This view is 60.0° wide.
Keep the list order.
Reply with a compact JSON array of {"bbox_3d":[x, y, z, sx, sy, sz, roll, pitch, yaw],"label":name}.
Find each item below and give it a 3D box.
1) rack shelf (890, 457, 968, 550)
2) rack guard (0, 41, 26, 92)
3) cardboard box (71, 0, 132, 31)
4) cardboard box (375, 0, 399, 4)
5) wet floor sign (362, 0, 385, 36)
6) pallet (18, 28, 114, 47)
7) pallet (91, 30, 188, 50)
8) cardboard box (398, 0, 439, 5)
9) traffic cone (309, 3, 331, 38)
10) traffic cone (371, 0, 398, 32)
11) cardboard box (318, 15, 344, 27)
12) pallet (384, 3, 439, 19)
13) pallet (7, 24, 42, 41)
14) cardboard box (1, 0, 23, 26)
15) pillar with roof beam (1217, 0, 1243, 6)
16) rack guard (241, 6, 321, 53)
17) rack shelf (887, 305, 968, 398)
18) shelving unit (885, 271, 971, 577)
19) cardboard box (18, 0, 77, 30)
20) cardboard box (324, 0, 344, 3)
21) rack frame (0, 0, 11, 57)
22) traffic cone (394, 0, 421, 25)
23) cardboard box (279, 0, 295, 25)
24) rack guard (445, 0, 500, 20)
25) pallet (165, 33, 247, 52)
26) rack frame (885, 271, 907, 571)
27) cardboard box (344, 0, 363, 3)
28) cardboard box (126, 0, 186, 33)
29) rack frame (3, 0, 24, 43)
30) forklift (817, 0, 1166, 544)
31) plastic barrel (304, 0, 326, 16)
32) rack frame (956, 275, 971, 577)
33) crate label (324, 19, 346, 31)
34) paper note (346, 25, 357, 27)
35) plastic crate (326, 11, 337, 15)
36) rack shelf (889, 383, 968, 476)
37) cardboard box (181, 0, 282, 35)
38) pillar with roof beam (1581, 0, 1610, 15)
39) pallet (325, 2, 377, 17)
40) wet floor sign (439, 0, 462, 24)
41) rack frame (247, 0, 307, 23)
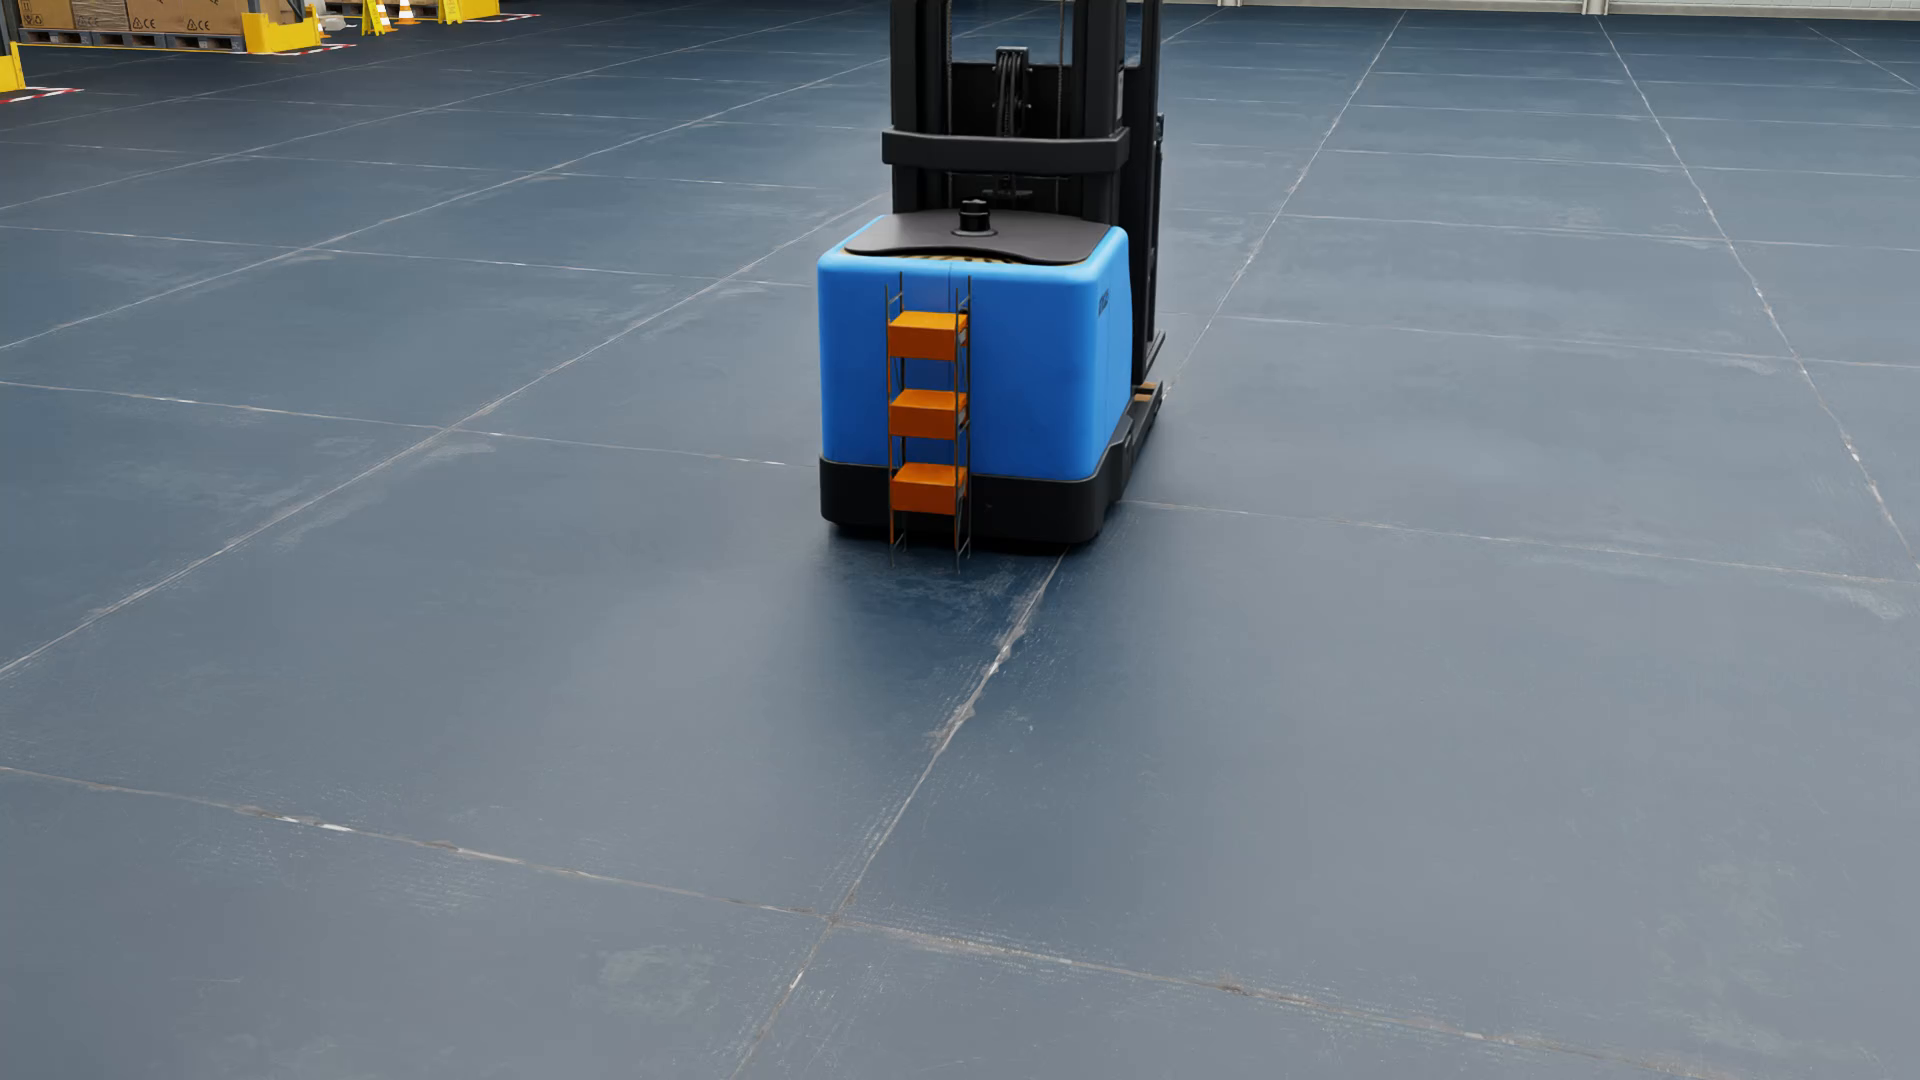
[{"bbox_3d":[-0.107,-0.135,5.974,0.240,0.259,0.215,5,23,12],"label":"rack shelf"},{"bbox_3d":[-10.734,-5.082,18.000,0.348,0.500,1.175,7,23,16],"label":"rack guard"},{"bbox_3d":[-11.515,-7.479,22.796,0.875,0.875,0.875,7,23,16],"label":"cardboard box"},{"bbox_3d":[-9.144,-8.803,26.848,0.500,0.250,0.500,7,23,16],"label":"cardboard box"},{"bbox_3d":[-8.532,-7.648,24.064,0.232,0.644,0.267,3,22,6],"label":"wet floor sign"},{"bbox_3d":[-12.256,-7.057,23.197,1.213,0.211,1.003,7,23,15],"label":"pallet"},{"bbox_3d":[-11.084,-6.924,22.873,1.213,0.211,1.003,7,23,15],"label":"pallet"},{"bbox_3d":[-8.673,-8.746,26.709,0.500,0.250,0.500,6,23,15],"label":"cardboard box"},{"bbox_3d":[-9.230,-7.421,23.753,0.334,0.463,0.336,7,23,16],"label":"traffic cone"},{"bbox_3d":[-8.578,-7.795,24.663,0.334,0.463,0.336,7,23,16],"label":"traffic cone"},{"bbox_3d":[-9.636,-7.921,25.385,0.380,0.149,0.250,-20,29,-39],"label":"cardboard box"},{"bbox_3d":[-8.639,-8.651,27.081,1.213,0.211,1.003,7,23,16],"label":"pallet"},{"bbox_3d":[-13.722,-7.226,23.609,1.213,0.211,1.003,7,23,16],"label":"pallet"},{"bbox_3d":[-13.581,-7.648,23.374,0.750,0.750,1.050,6,23,15],"label":"cardboard box"},{"bbox_3d":[3.470,-11.934,23.506,0.400,9.000,9.100,7,23,16],"label":"pillar with roof beam"},{"bbox_3d":[-9.109,-6.862,22.339,0.348,0.500,1.175,7,23,16],"label":"rack guard"},{"bbox_3d":[-0.107,-0.654,5.761,0.240,0.259,0.215,5,23,12],"label":"rack shelf"},{"bbox_3d":[-0.107,-0.401,5.865,0.252,1.050,0.215,5,23,12],"label":"shelving unit"},{"bbox_3d":[-12.379,-7.576,23.034,0.875,0.875,0.875,7,23,16],"label":"cardboard box"},{"bbox_3d":[-10.118,-8.917,27.125,0.500,0.250,0.500,6,23,15],"label":"cardboard box"},{"bbox_3d":[-10.661,-6.230,17.505,0.127,3.000,1.000,7,23,16],"label":"rack frame"},{"bbox_3d":[-8.583,-8.235,25.737,0.334,0.463,0.336,7,23,16],"label":"traffic cone"},{"bbox_3d":[-10.211,-7.948,24.984,0.637,0.503,0.797,-9,24,-21],"label":"cardboard box"},{"bbox_3d":[-7.871,-8.682,26.778,0.348,0.500,1.175,7,23,16],"label":"rack guard"},{"bbox_3d":[-9.920,-6.790,22.545,1.213,0.211,1.003,7,23,15],"label":"pallet"},{"bbox_3d":[-0.225,-0.412,5.891,0.008,1.050,0.200,5,23,12],"label":"rack frame"},{"bbox_3d":[-9.646,-8.858,26.983,0.500,0.250,0.500,6,23,14],"label":"cardboard box"},{"bbox_3d":[-10.643,-7.378,22.551,0.875,0.875,0.875,6,23,15],"label":"cardboard box"},{"bbox_3d":[-12.961,-8.459,22.940,0.127,3.000,1.000,7,23,16],"label":"rack frame"},{"bbox_3d":[0.314,-1.873,6.973,1.130,2.935,3.031,5,23,12],"label":"forklift"},{"bbox_3d":[-10.213,-8.315,25.983,0.512,0.421,0.421,-14,26,-30],"label":"plastic barrel"},{"bbox_3d":[0.012,-0.391,5.838,0.008,1.050,0.200,5,23,12],"label":"rack frame"},{"bbox_3d":[-9.349,-7.708,24.880,0.298,0.136,0.250,-5,23,-12],"label":"crate label"},{"bbox_3d":[-9.279,-7.837,25.336,0.142,0.019,0.148,-1,22,-3],"label":"paper note"},{"bbox_3d":[-10.362,-8.448,26.760,0.583,0.080,0.402,-1,22,-3],"label":"plastic crate"},{"bbox_3d":[-0.107,-0.392,5.869,0.240,0.259,0.215,5,23,12],"label":"rack shelf"},{"bbox_3d":[-9.800,-7.283,22.318,0.875,0.875,0.875,7,23,16],"label":"cardboard box"},{"bbox_3d":[9.215,-11.276,21.903,0.400,9.000,9.100,7,23,16],"label":"pillar with roof beam"},{"bbox_3d":[-9.803,-8.785,27.409,1.213,0.211,1.003,7,23,16],"label":"pallet"},{"bbox_3d":[-7.926,-8.332,25.731,0.232,0.644,0.267,16,27,34],"label":"wet floor sign"},{"bbox_3d":[-9.132,-8.021,21.872,0.127,3.000,1.000,7,23,16],"label":"rack frame"}]
